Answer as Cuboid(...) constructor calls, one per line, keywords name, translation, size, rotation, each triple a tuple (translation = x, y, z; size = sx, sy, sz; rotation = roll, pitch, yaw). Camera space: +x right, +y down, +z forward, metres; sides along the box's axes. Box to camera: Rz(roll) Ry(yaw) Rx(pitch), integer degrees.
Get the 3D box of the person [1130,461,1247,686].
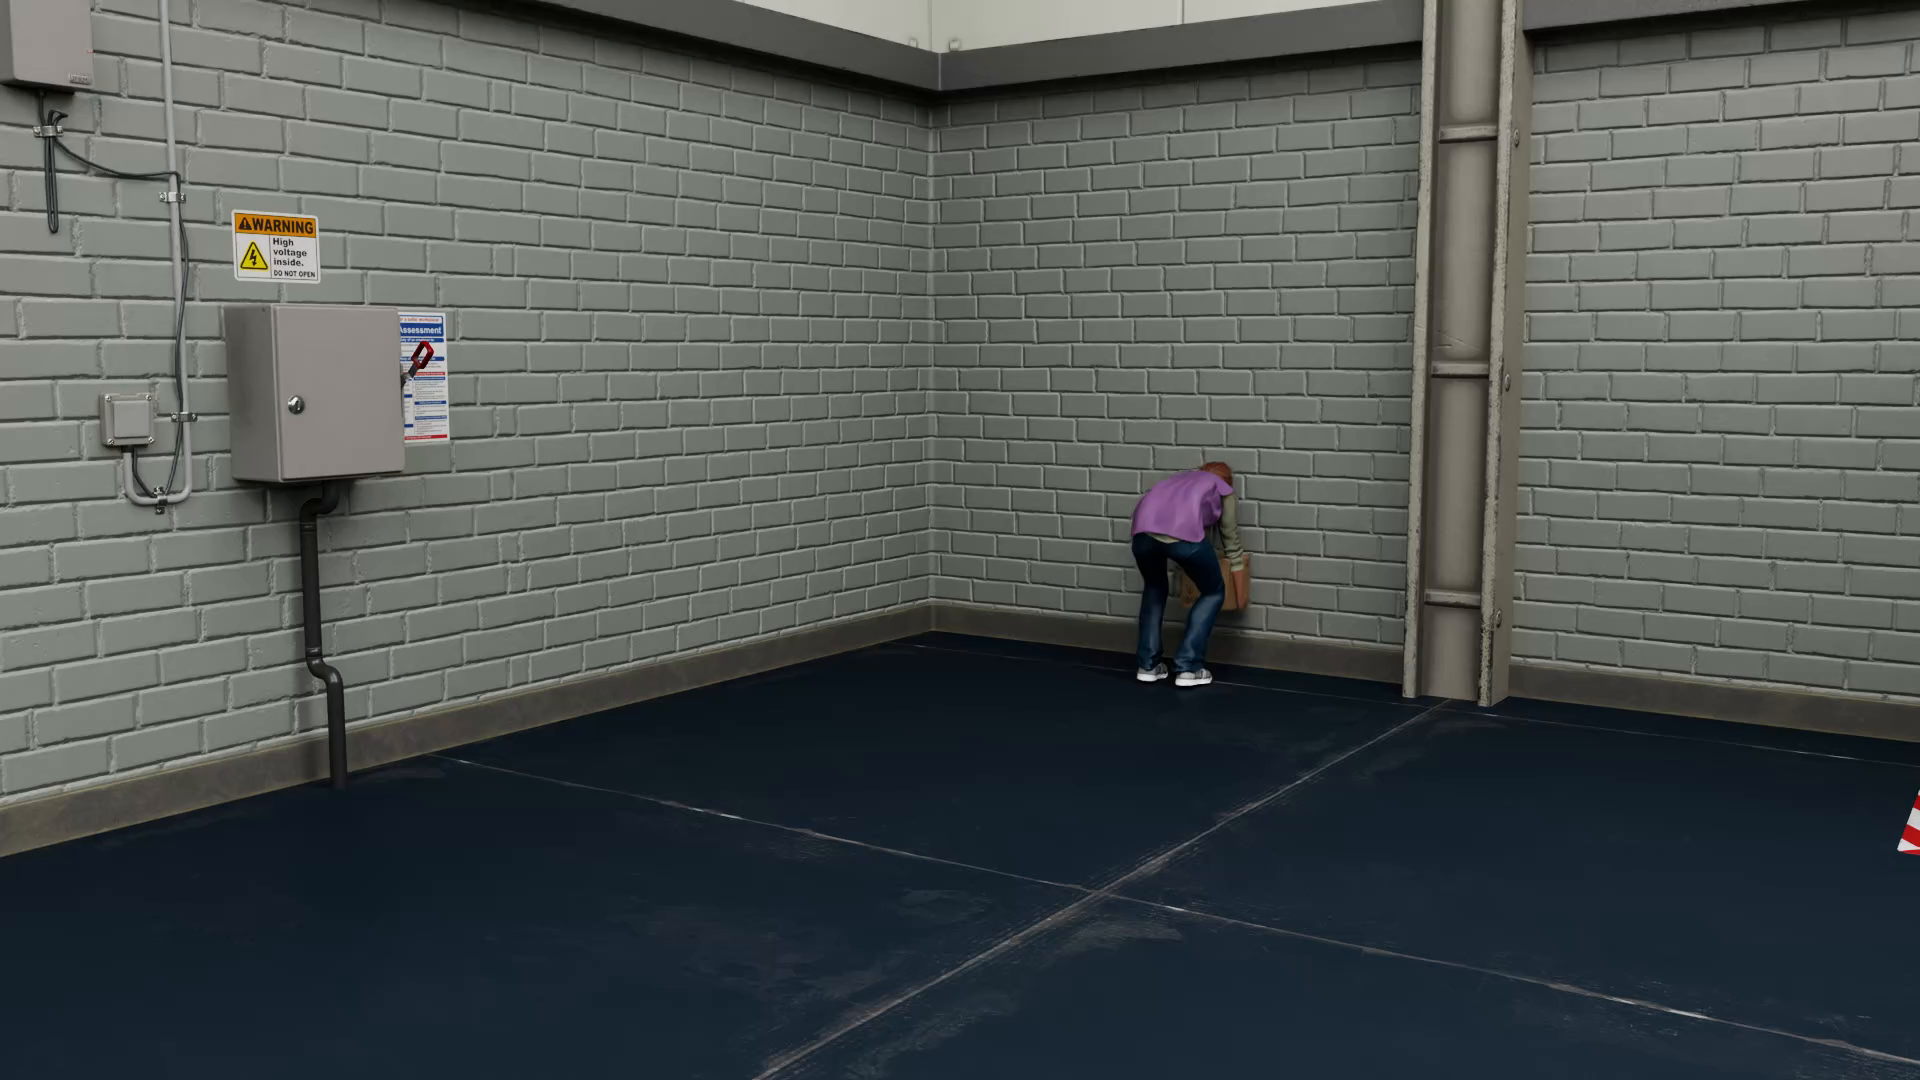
Cuboid(name="person", translation=(1.091, 0.154, 7.913), size=(0.416, 1.017, 0.857), rotation=(4, 8, 31))
